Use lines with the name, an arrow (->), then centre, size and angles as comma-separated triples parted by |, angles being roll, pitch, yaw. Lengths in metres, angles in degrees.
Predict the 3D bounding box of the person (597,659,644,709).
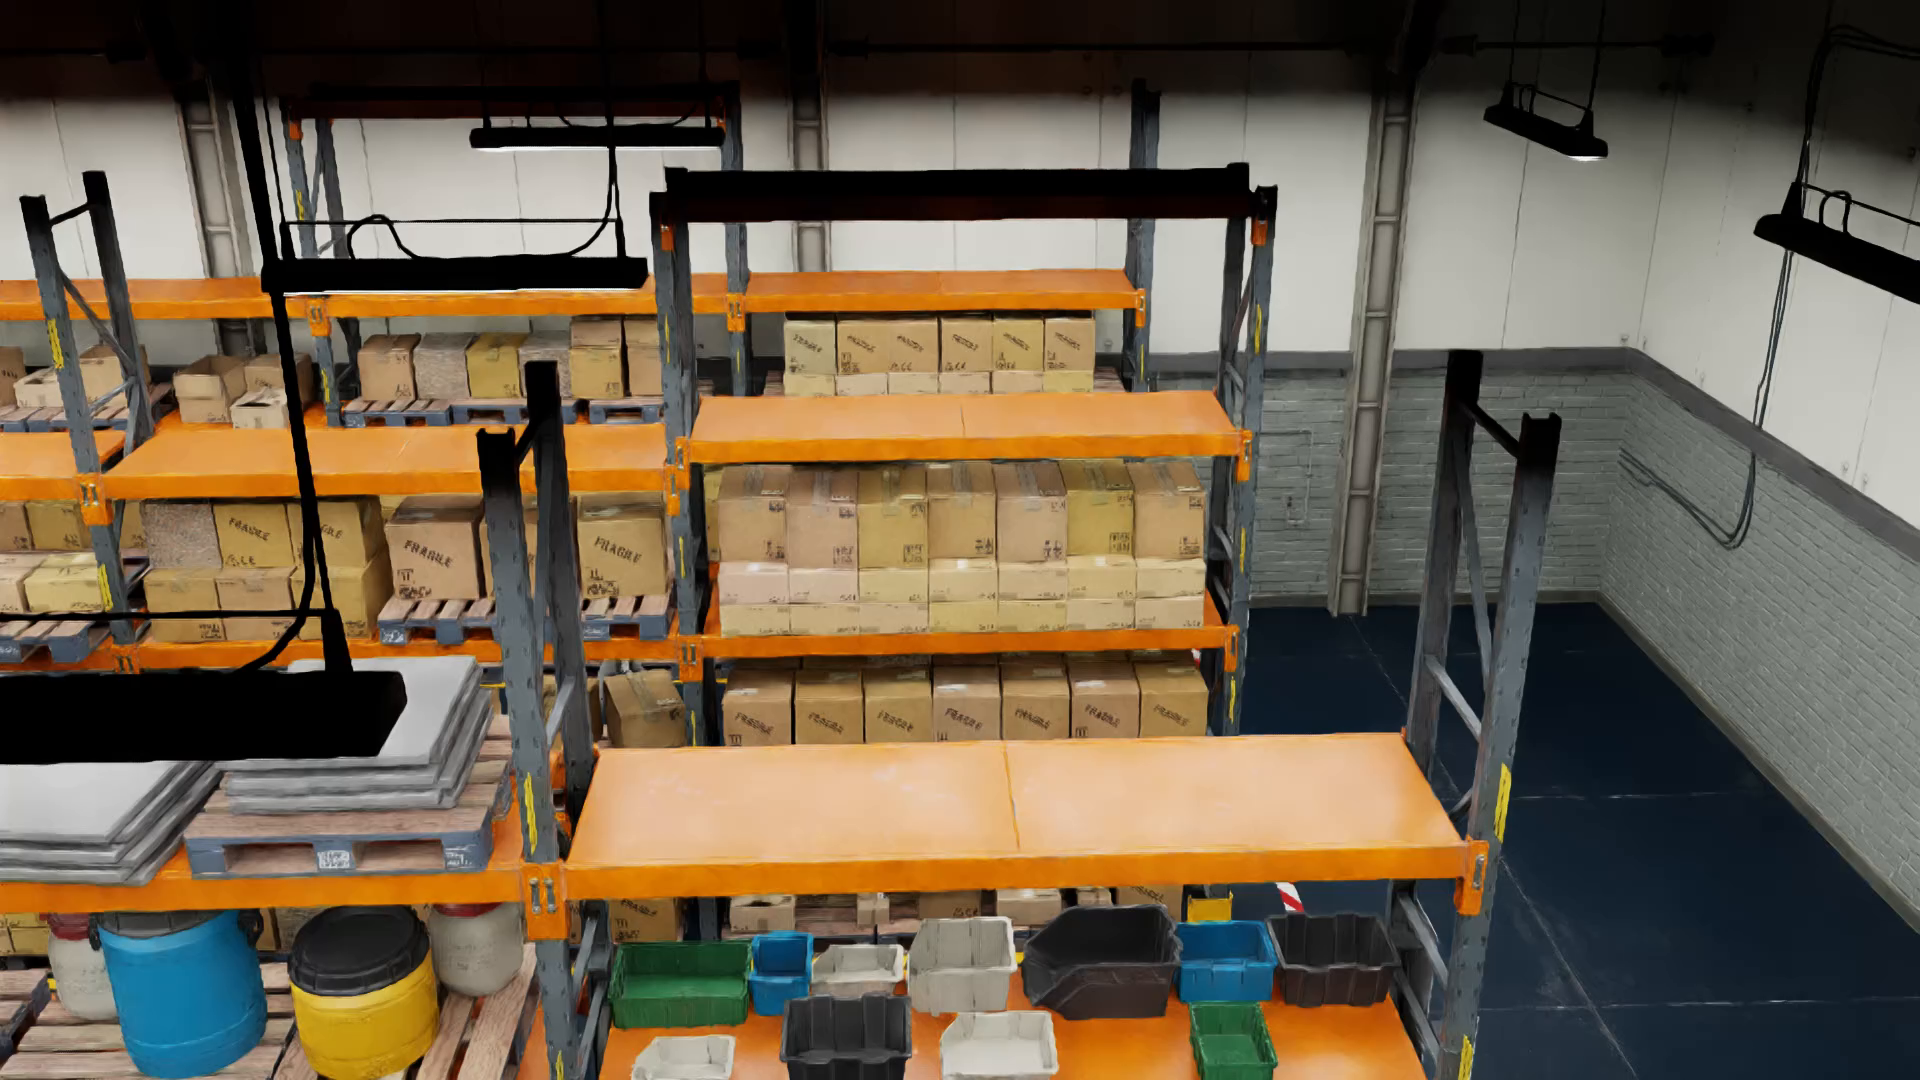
person -> -3.403, 1.077, 16.315 | 1.075, 1.585, 0.498 | -2, 22, -4
